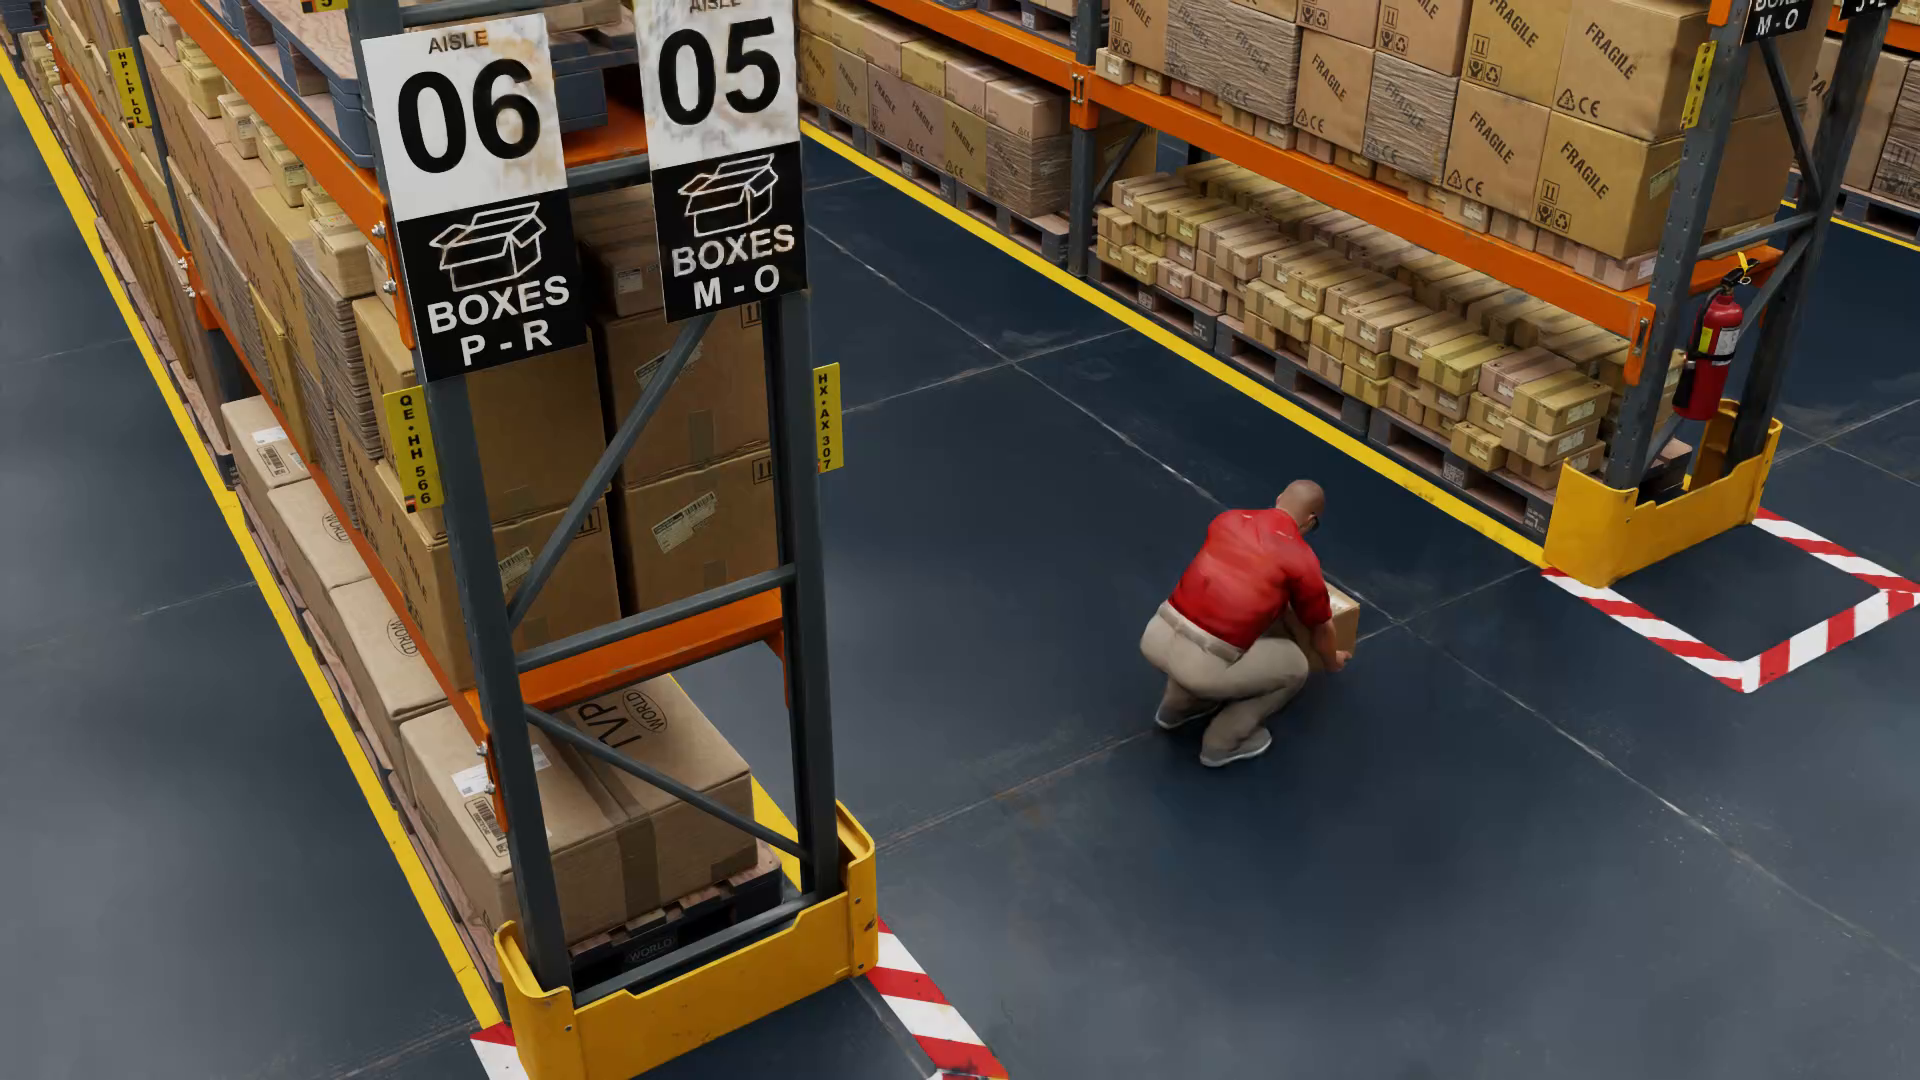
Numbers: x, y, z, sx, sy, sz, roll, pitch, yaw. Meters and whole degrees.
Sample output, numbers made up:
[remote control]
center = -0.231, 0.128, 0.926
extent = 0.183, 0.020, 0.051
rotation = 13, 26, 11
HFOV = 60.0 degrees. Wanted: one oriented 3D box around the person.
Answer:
[person]
center = 1.093, 0.298, 6.388
extent = 0.886, 0.983, 0.569
rotation = -19, 37, -27
